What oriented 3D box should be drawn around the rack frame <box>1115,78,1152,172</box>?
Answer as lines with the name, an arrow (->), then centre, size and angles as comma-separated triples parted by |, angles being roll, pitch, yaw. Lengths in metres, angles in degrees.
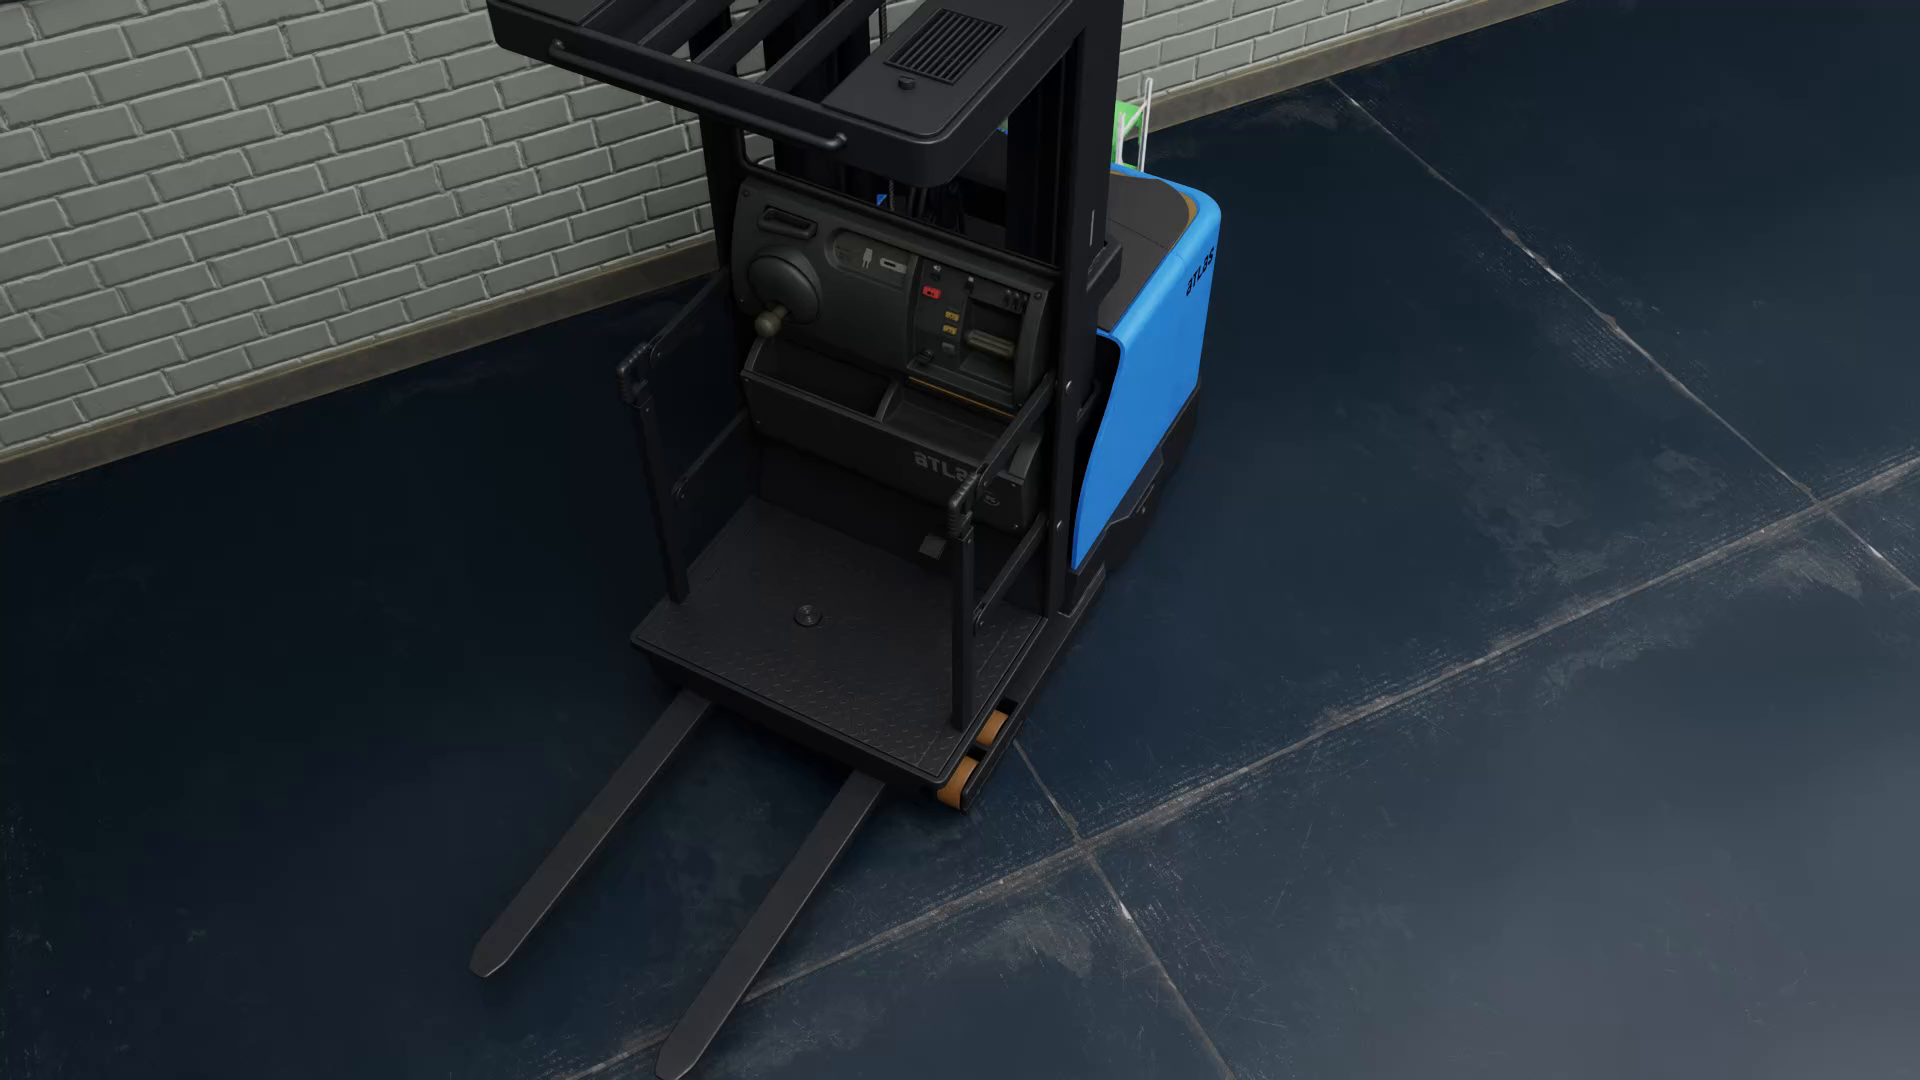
rack frame -> 0.573, -1.049, 5.871 | 0.015, 1.200, 0.240 | 22, 52, 18

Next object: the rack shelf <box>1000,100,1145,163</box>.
rack shelf -> 0.357, -1.410, 5.633 | 0.480, 0.148, 0.258 | 22, 52, 18

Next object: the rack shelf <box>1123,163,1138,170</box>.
rack shelf -> 0.357, -1.252, 5.814 | 0.480, 0.148, 0.258 | 22, 52, 18

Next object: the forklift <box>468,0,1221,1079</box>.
forklift -> -0.301, -0.550, 4.283 | 1.130, 2.935, 3.031 | 22, 52, 18

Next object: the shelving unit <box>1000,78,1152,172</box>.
shelving unit -> 0.357, -1.136, 5.946 | 0.503, 1.200, 0.258 | 22, 52, 18
